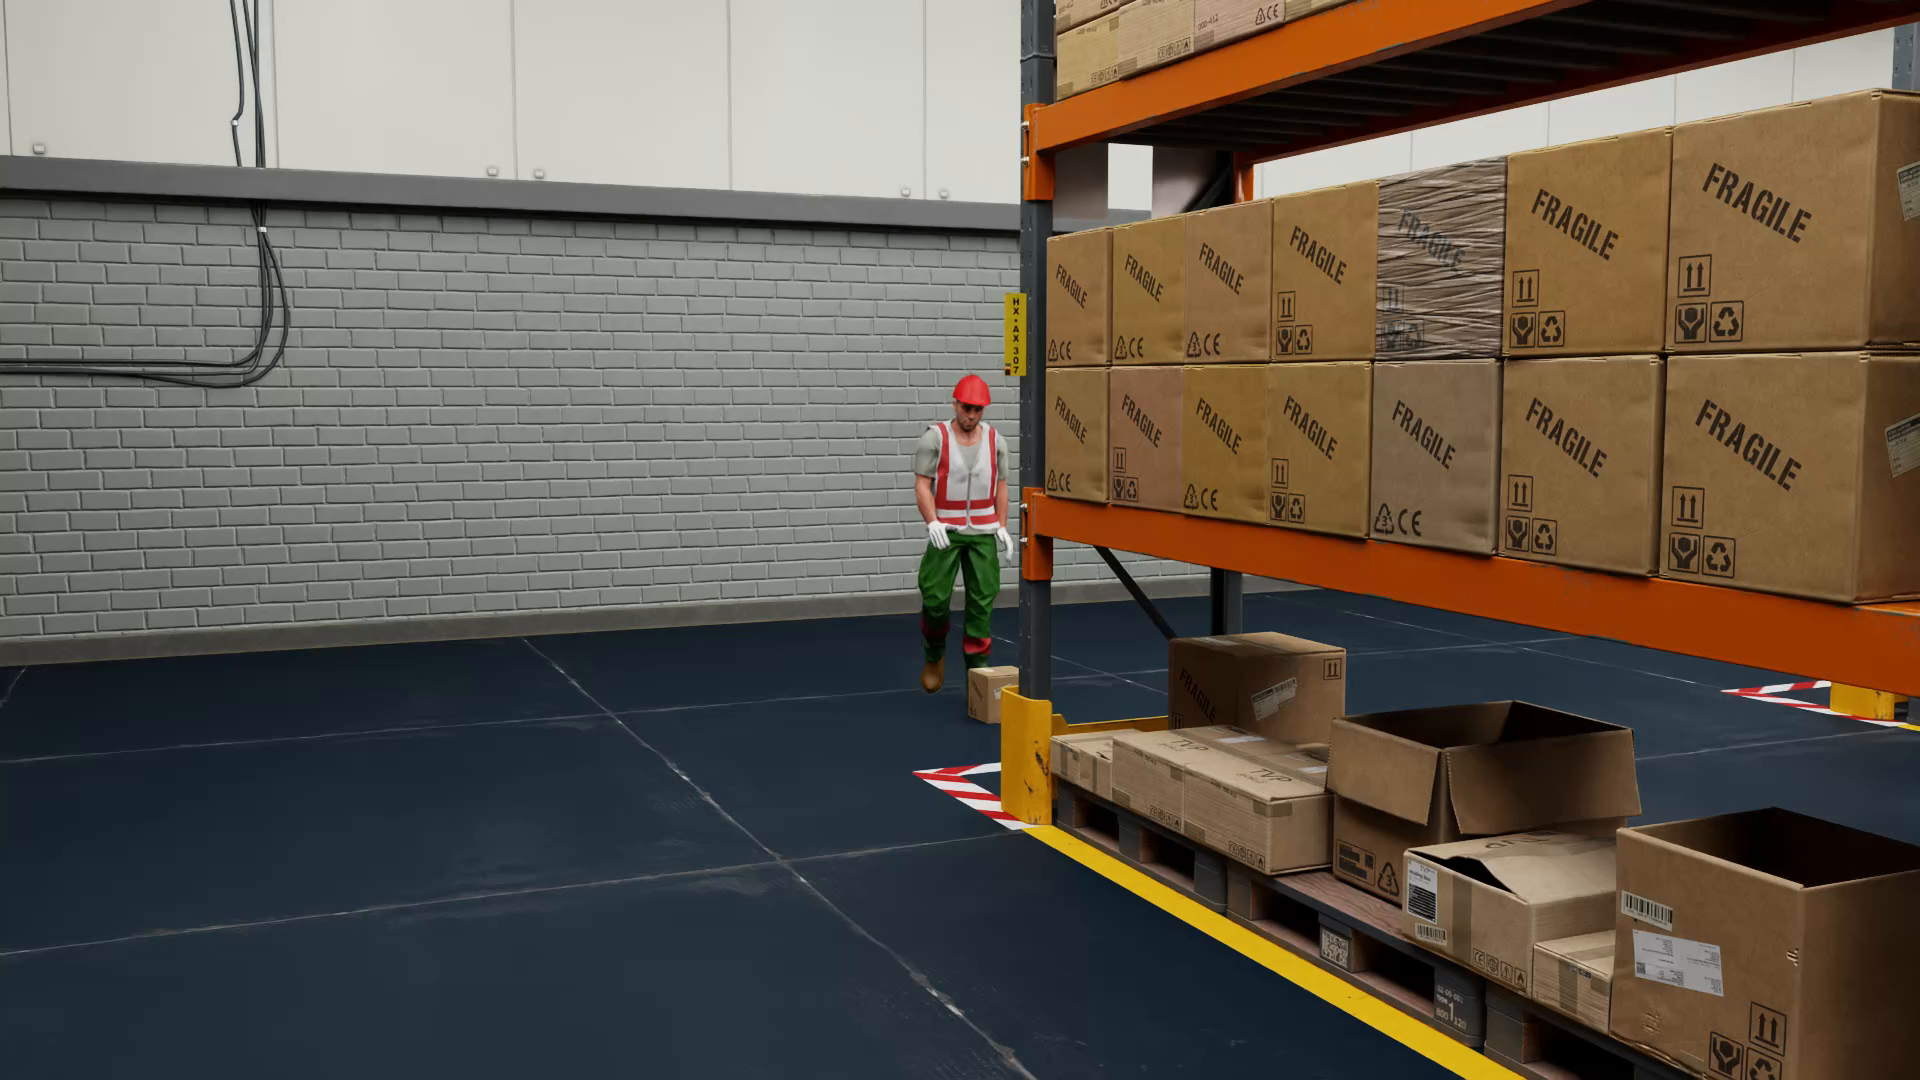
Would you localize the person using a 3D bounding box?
[{"bbox_3d":[0.018,-0.004,9.003,0.542,1.778,0.623,-1,6,-16],"label":"person"}]
